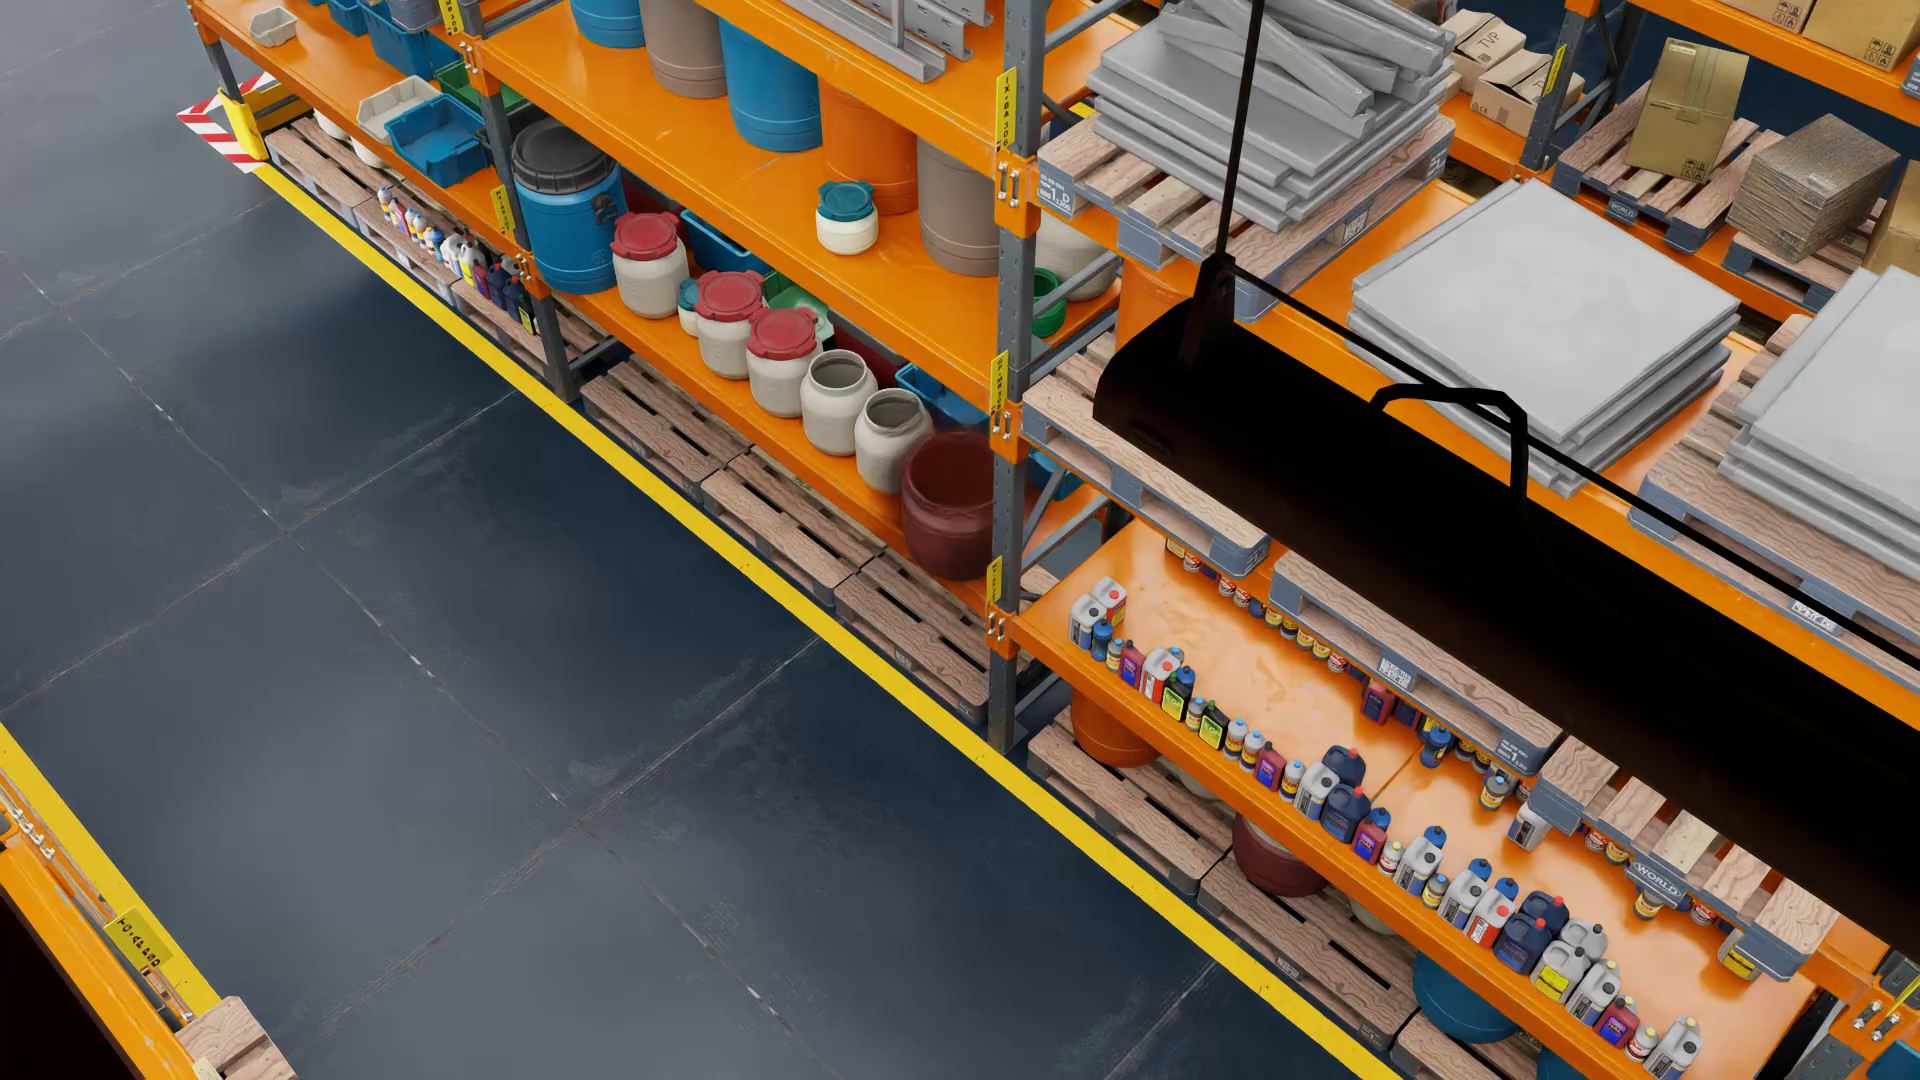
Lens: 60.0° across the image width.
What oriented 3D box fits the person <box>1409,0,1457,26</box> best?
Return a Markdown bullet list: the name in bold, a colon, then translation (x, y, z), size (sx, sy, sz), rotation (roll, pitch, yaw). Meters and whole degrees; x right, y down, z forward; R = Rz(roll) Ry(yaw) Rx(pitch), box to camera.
- **person**: translation (3.623, -4.259, 12.886), size (0.952, 1.620, 0.436), rotation (28, 56, 22)
